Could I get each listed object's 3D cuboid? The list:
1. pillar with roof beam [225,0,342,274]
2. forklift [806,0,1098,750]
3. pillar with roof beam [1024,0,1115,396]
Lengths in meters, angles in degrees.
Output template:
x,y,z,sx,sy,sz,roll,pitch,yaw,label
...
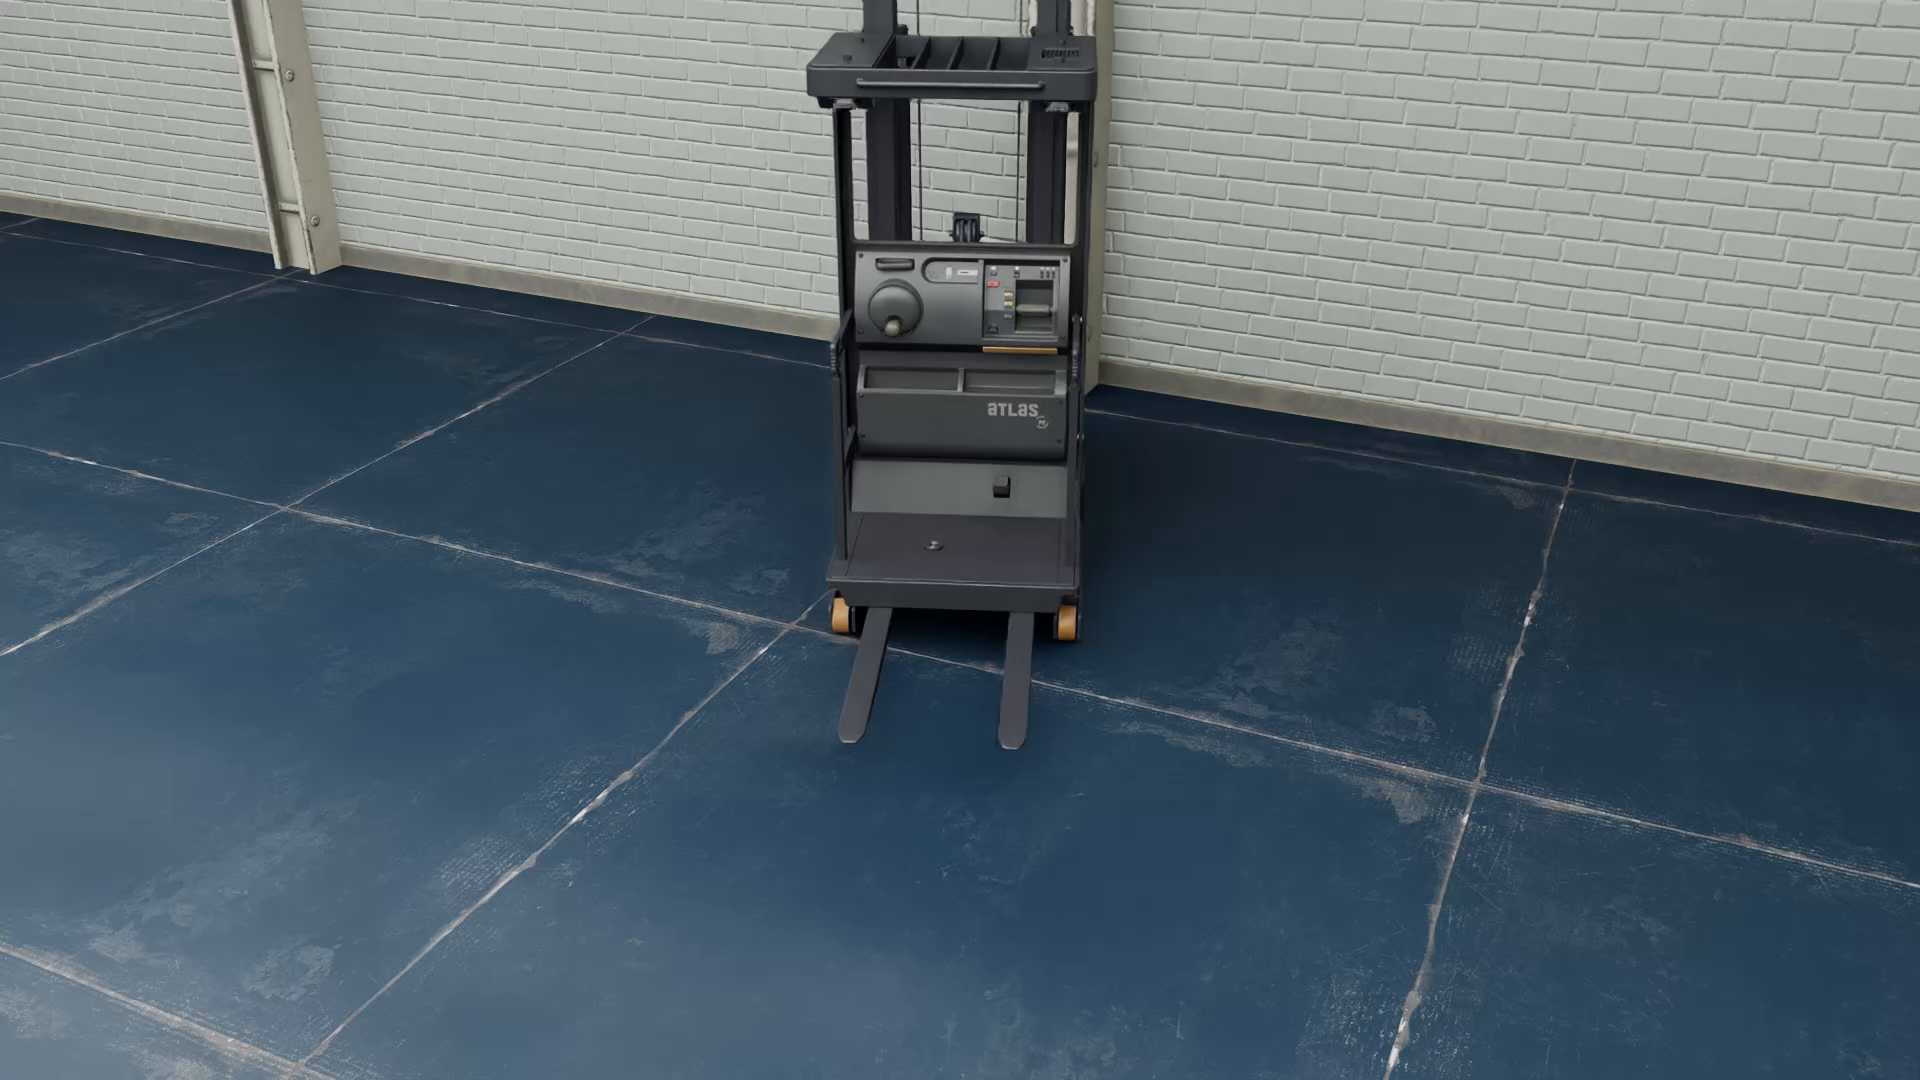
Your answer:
x,y,z,sx,sy,sz,roll,pitch,yaw,label
-6.629,-4.353,6.903,0.400,9.000,9.100,11,28,22,pillar with roof beam
-0.004,-1.017,6.998,1.130,2.935,3.031,2,26,4,forklift
-1.167,-3.256,4.675,0.400,9.000,9.100,11,28,22,pillar with roof beam
